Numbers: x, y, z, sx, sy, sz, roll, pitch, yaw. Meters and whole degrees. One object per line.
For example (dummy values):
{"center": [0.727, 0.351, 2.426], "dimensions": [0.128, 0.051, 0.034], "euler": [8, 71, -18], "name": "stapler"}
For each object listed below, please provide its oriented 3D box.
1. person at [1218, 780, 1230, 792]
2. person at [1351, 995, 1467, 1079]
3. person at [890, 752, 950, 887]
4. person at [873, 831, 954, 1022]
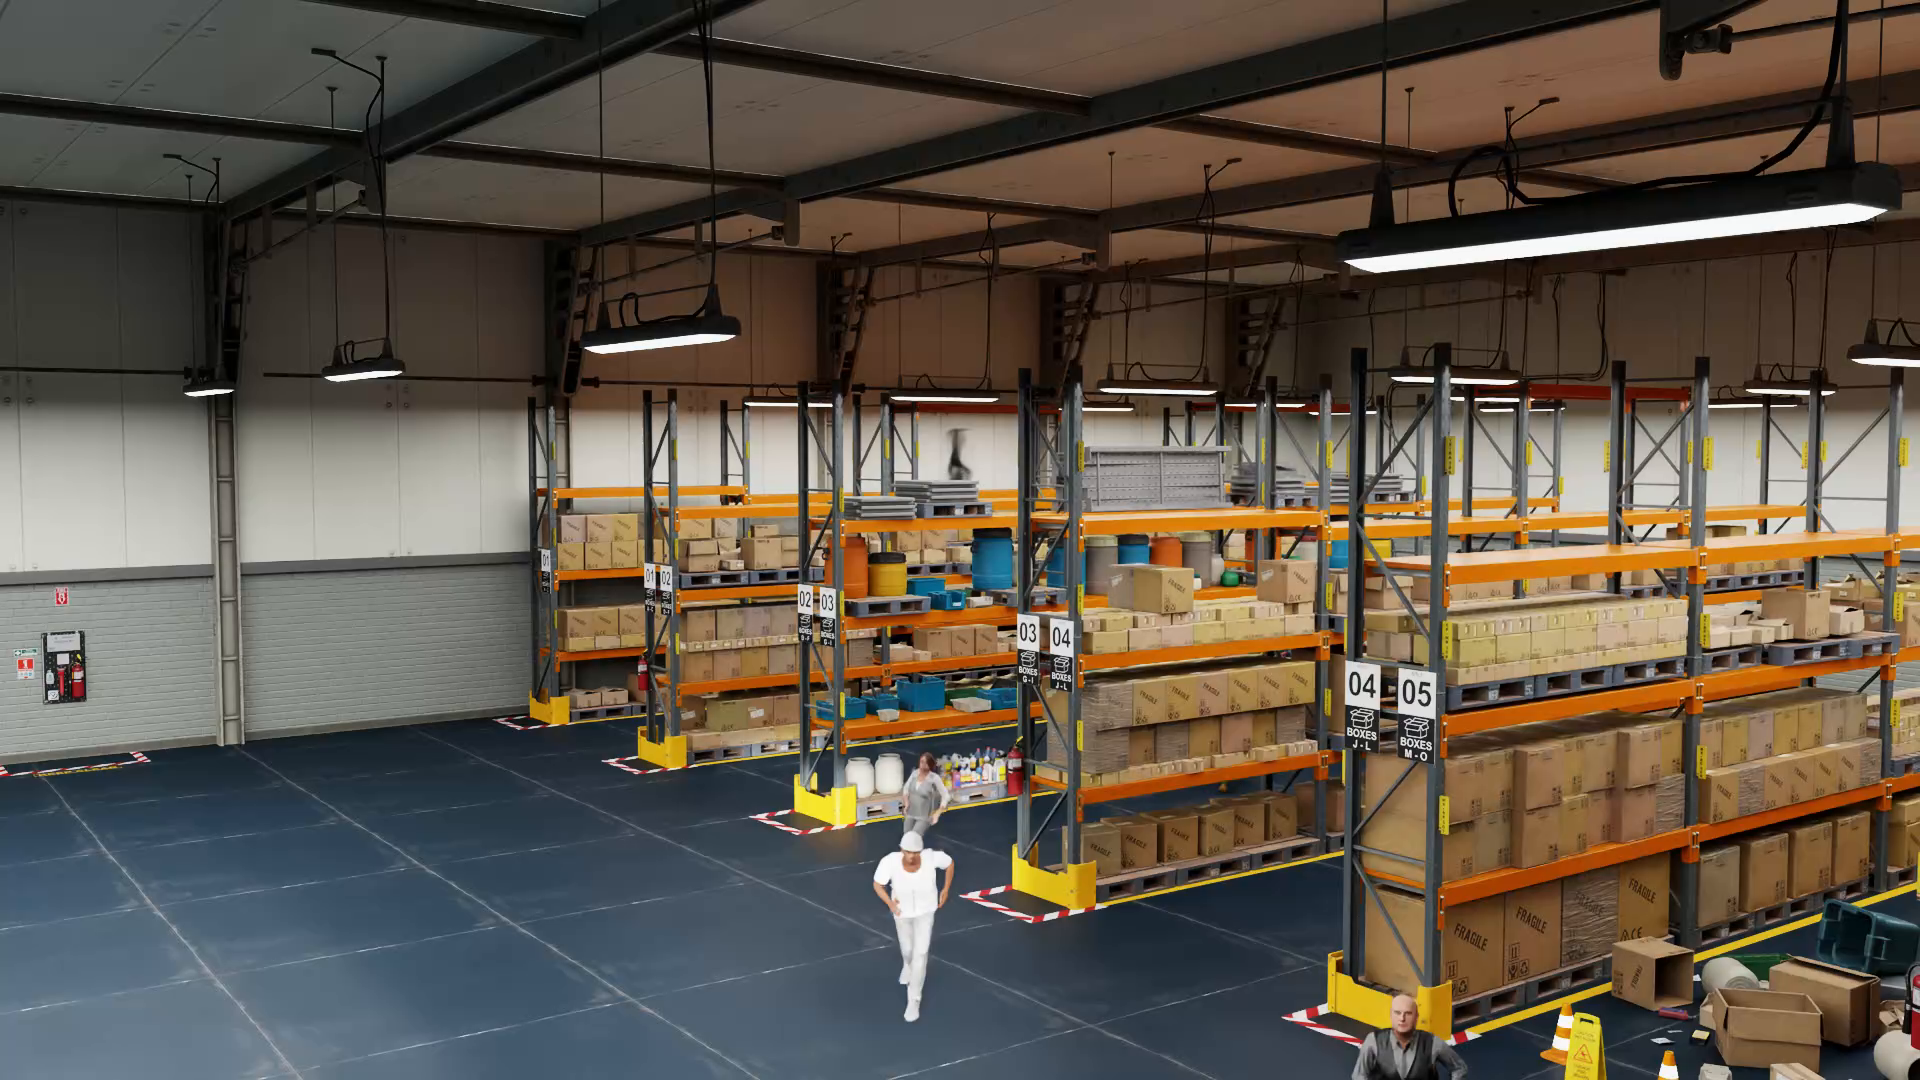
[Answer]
{"center": [4.019, 2.811, 24.779], "dimensions": [0.643, 1.752, 0.985], "euler": [2, 4, 30], "name": "person"}
{"center": [2.794, 3.703, 10.412], "dimensions": [0.691, 1.705, 0.656], "euler": [1, 4, 21], "name": "person"}
{"center": [-0.425, 3.238, 19.373], "dimensions": [0.621, 1.553, 0.750], "euler": [2, 4, 30], "name": "person"}
{"center": [-0.428, 3.441, 15.273], "dimensions": [0.744, 1.711, 1.057], "euler": [0, 3, -4], "name": "person"}
